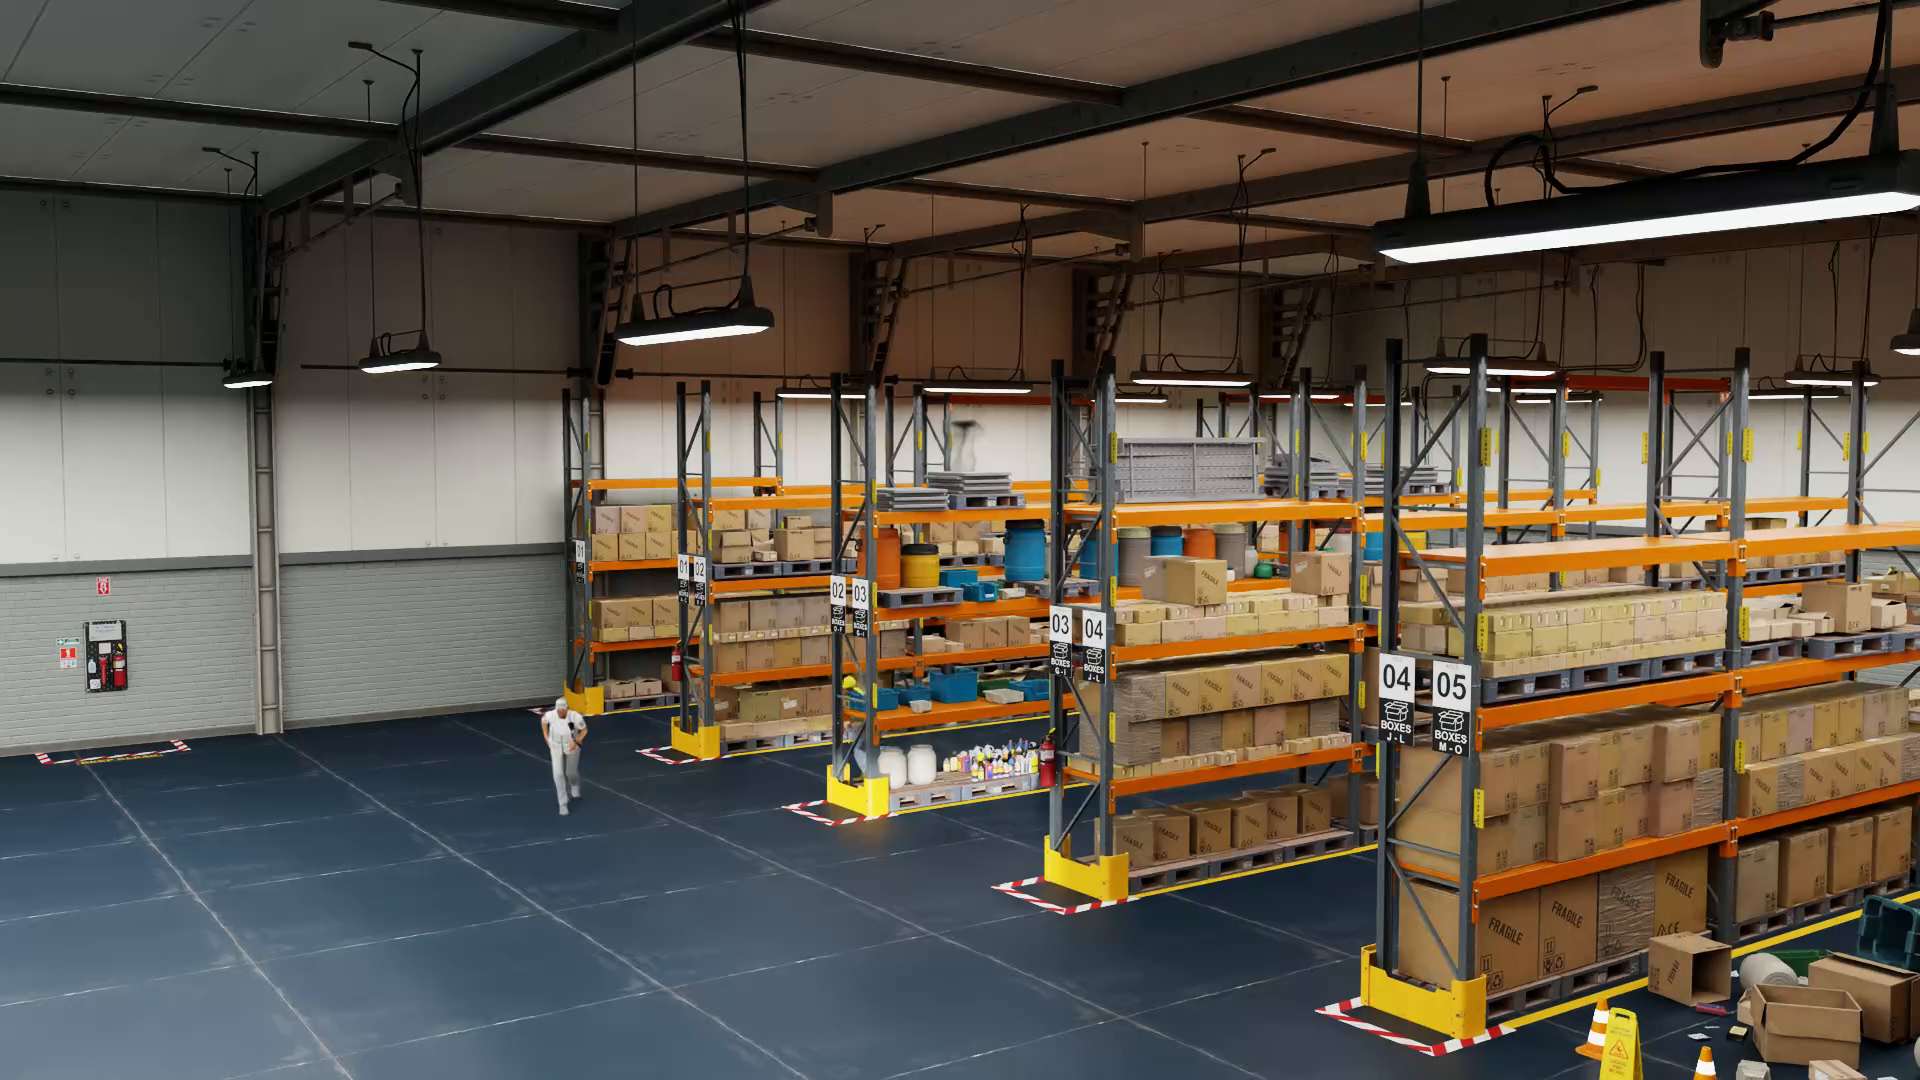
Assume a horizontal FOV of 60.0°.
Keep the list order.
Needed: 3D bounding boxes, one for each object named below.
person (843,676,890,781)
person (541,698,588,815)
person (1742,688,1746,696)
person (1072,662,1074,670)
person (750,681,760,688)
[{"bbox_3d":[-1.313,2.798,24.801,1.115,1.600,0.703,-2,4,-30],"label":"person"},{"bbox_3d":[-5.431,2.928,22.910,0.639,1.627,1.015,0,4,-2],"label":"person"},{"bbox_3d":[10.845,2.838,23.292,0.723,1.654,0.625,-3,5,-39],"label":"person"},{"bbox_3d":[2.200,2.172,34.035,0.813,1.644,0.549,-3,5,-40],"label":"person"},{"bbox_3d":[-3.601,2.359,29.656,0.681,1.803,0.897,3,5,37],"label":"person"}]
